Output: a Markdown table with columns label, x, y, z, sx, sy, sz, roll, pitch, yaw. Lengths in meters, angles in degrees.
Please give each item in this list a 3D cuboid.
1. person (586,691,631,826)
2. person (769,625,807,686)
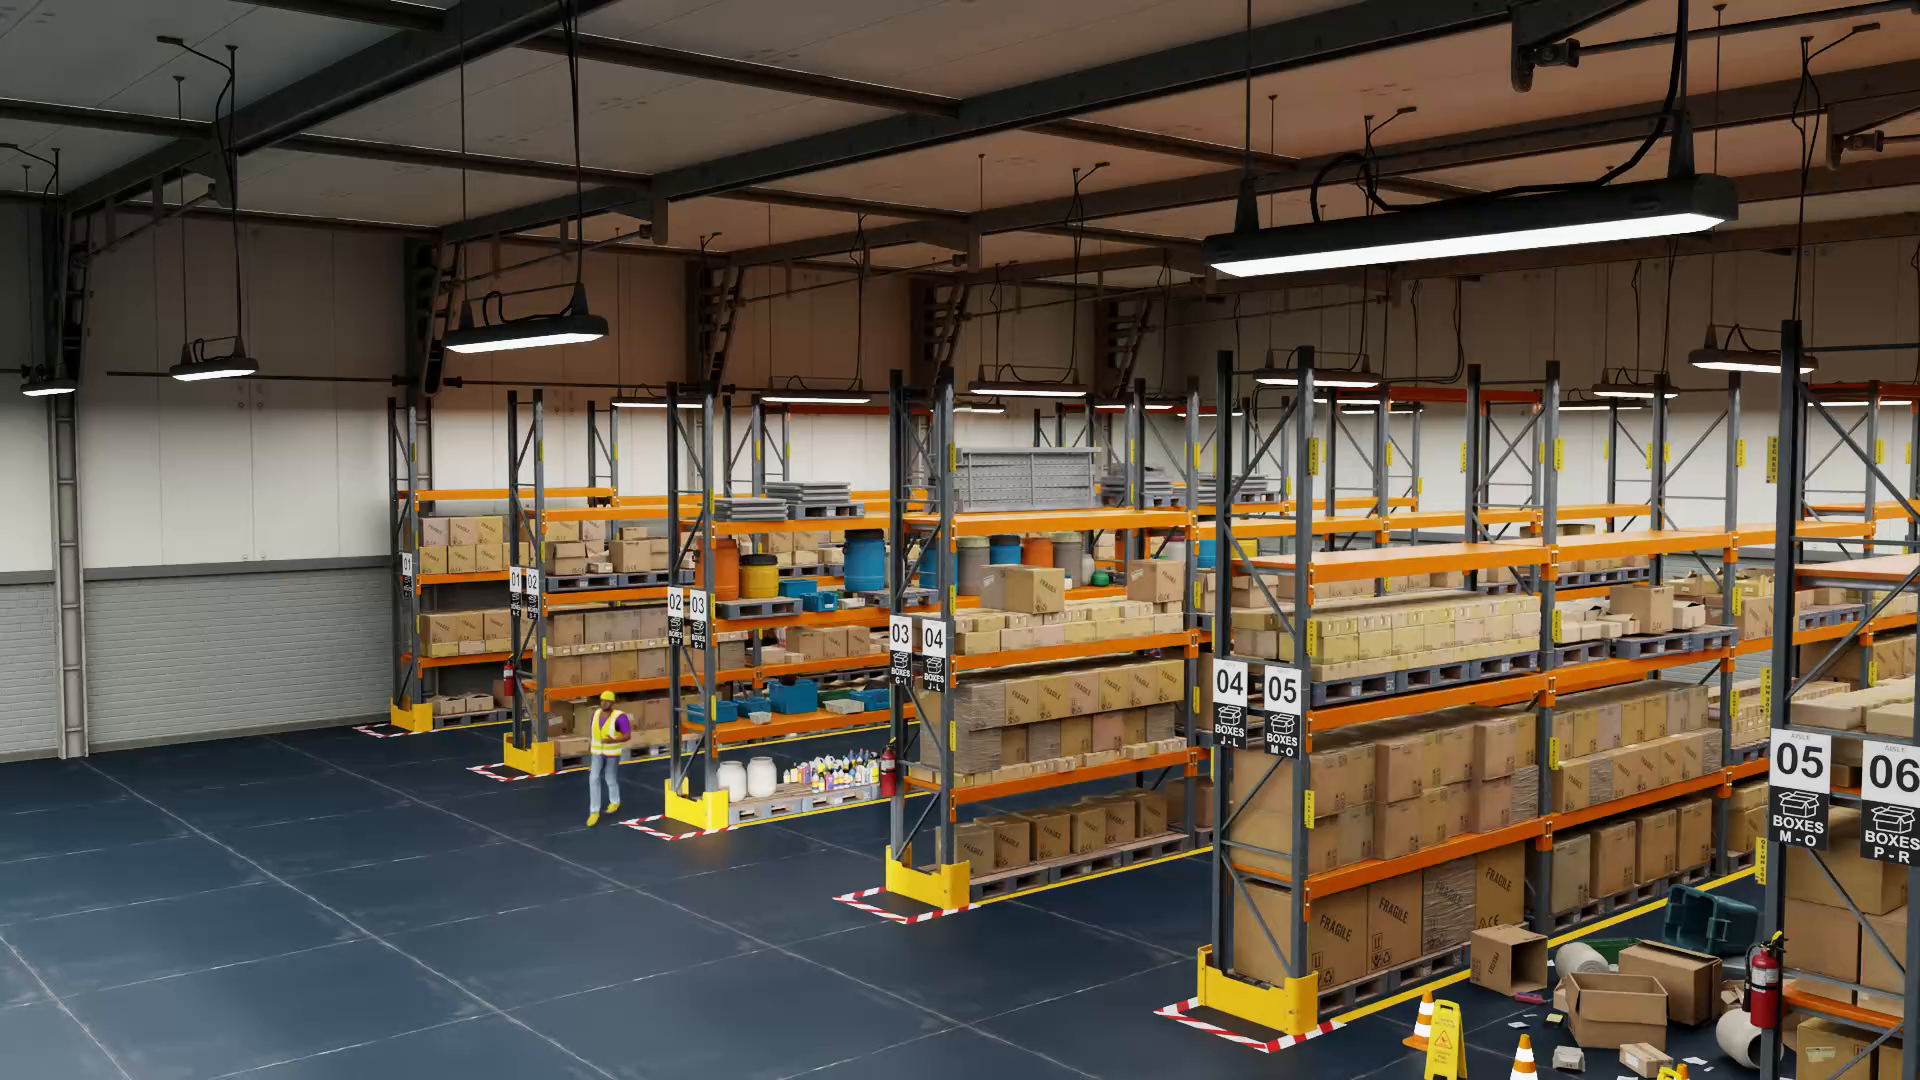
| label | x | y | z | sx | sy | sz | roll | pitch | yaw |
| --- | --- | --- | --- | --- | --- | --- | --- | --- | --- |
| person | -4.818 | 2.942 | 22.755 | 0.670 | 1.774 | 0.886 | 0 | 3 | 8 |
| person | -3.371 | 2.158 | 32.097 | 0.733 | 1.867 | 0.640 | -3 | 5 | -45 |
